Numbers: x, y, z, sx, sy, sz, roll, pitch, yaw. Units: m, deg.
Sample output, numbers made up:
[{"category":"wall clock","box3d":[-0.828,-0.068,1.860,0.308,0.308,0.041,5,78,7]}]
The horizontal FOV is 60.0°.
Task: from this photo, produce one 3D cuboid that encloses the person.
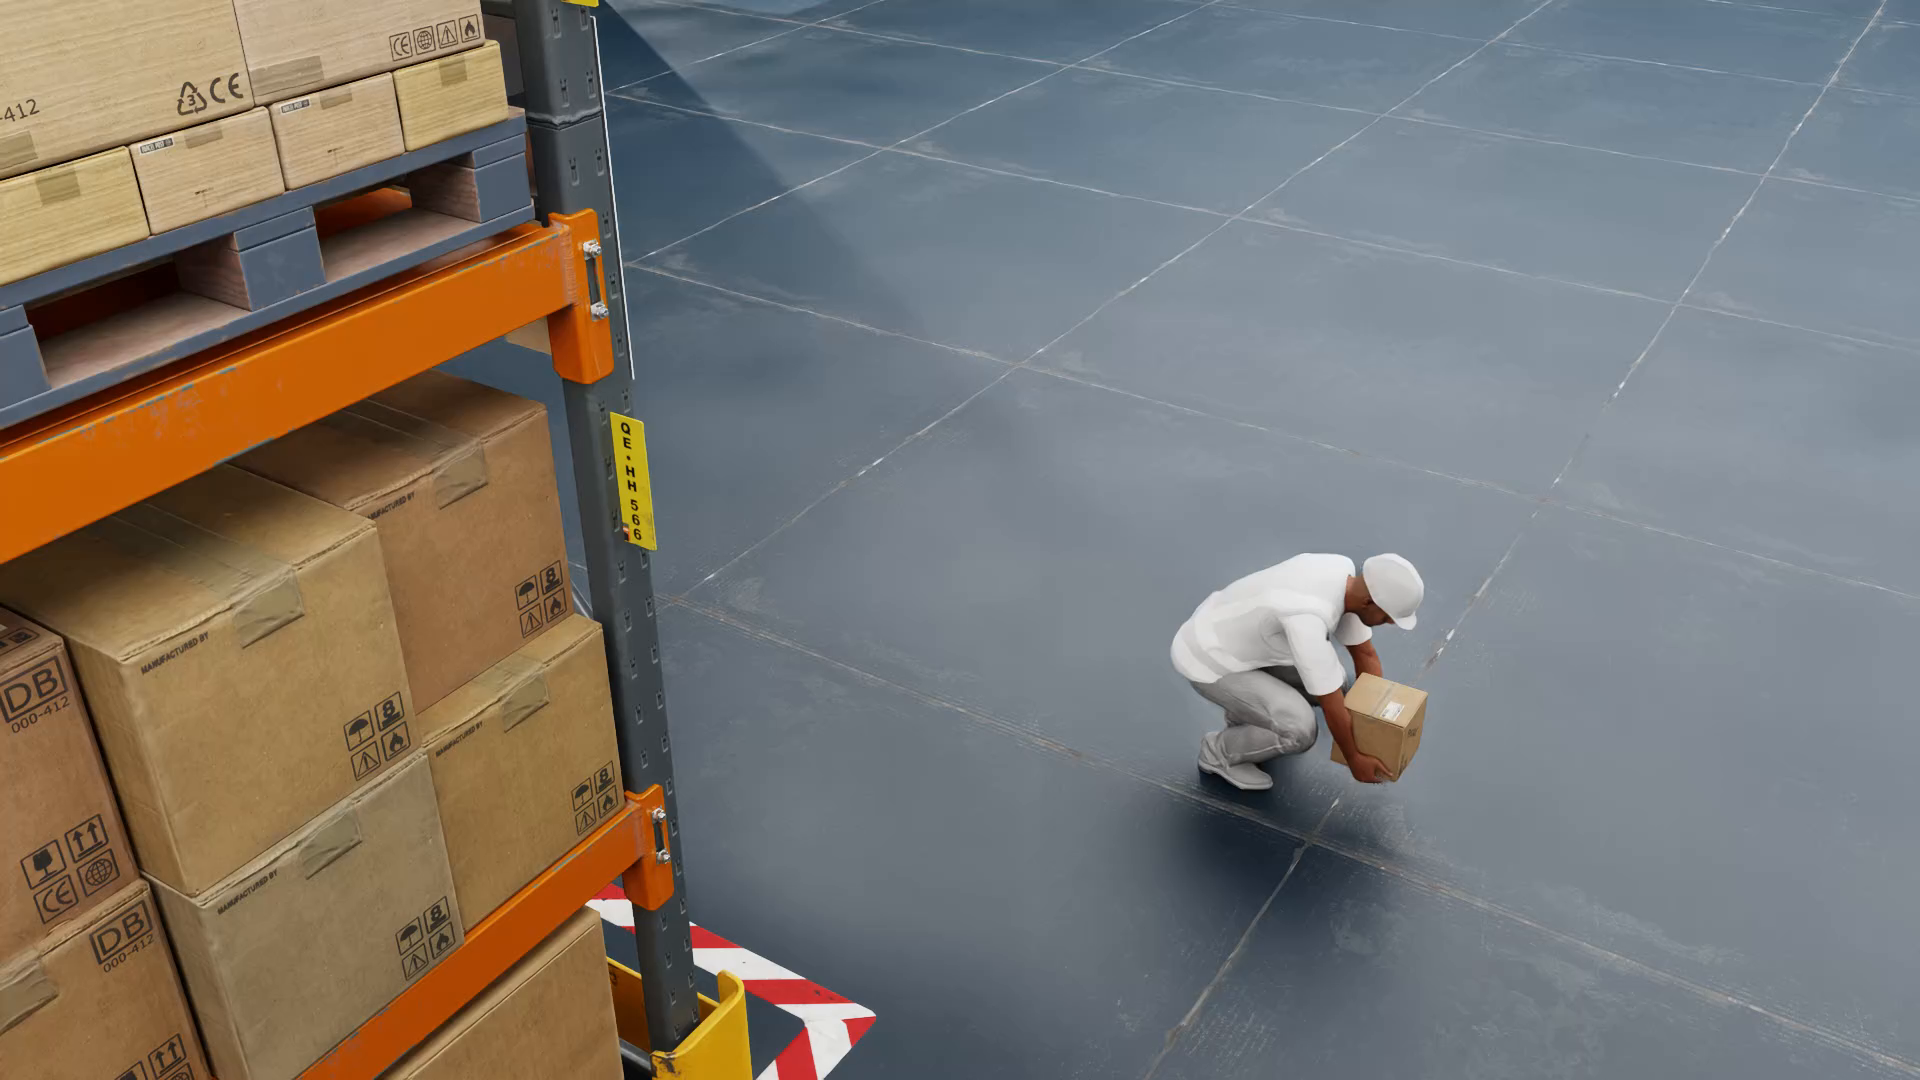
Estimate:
[{"category":"person","box3d":[1.251,0.431,6.128,0.902,1.011,0.546,17,34,26]}]
